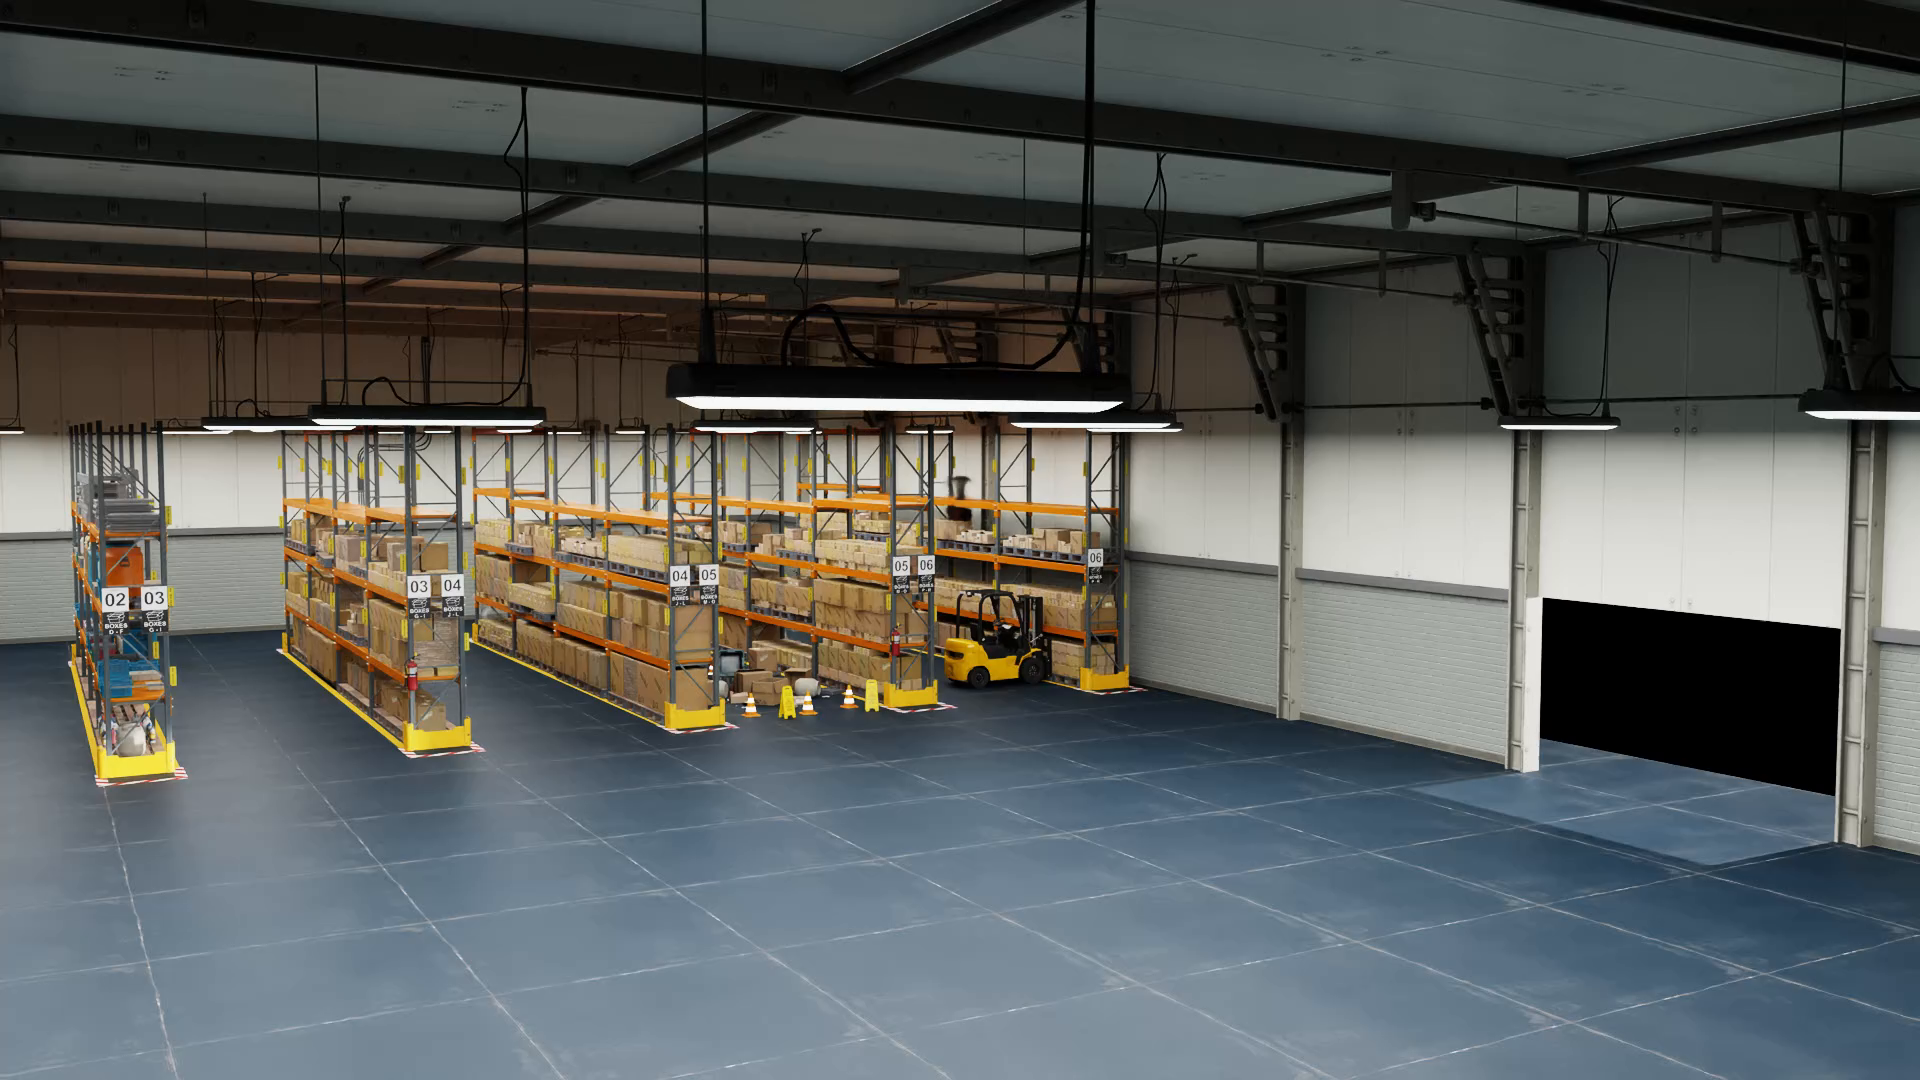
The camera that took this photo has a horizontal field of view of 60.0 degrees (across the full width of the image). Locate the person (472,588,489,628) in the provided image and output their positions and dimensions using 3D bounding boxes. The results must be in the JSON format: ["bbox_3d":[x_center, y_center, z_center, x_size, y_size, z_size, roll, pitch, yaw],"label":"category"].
[{"bbox_3d":[-13.954,1.863,48.702,0.584,1.651,0.988,1,4,9],"label":"person"}]
